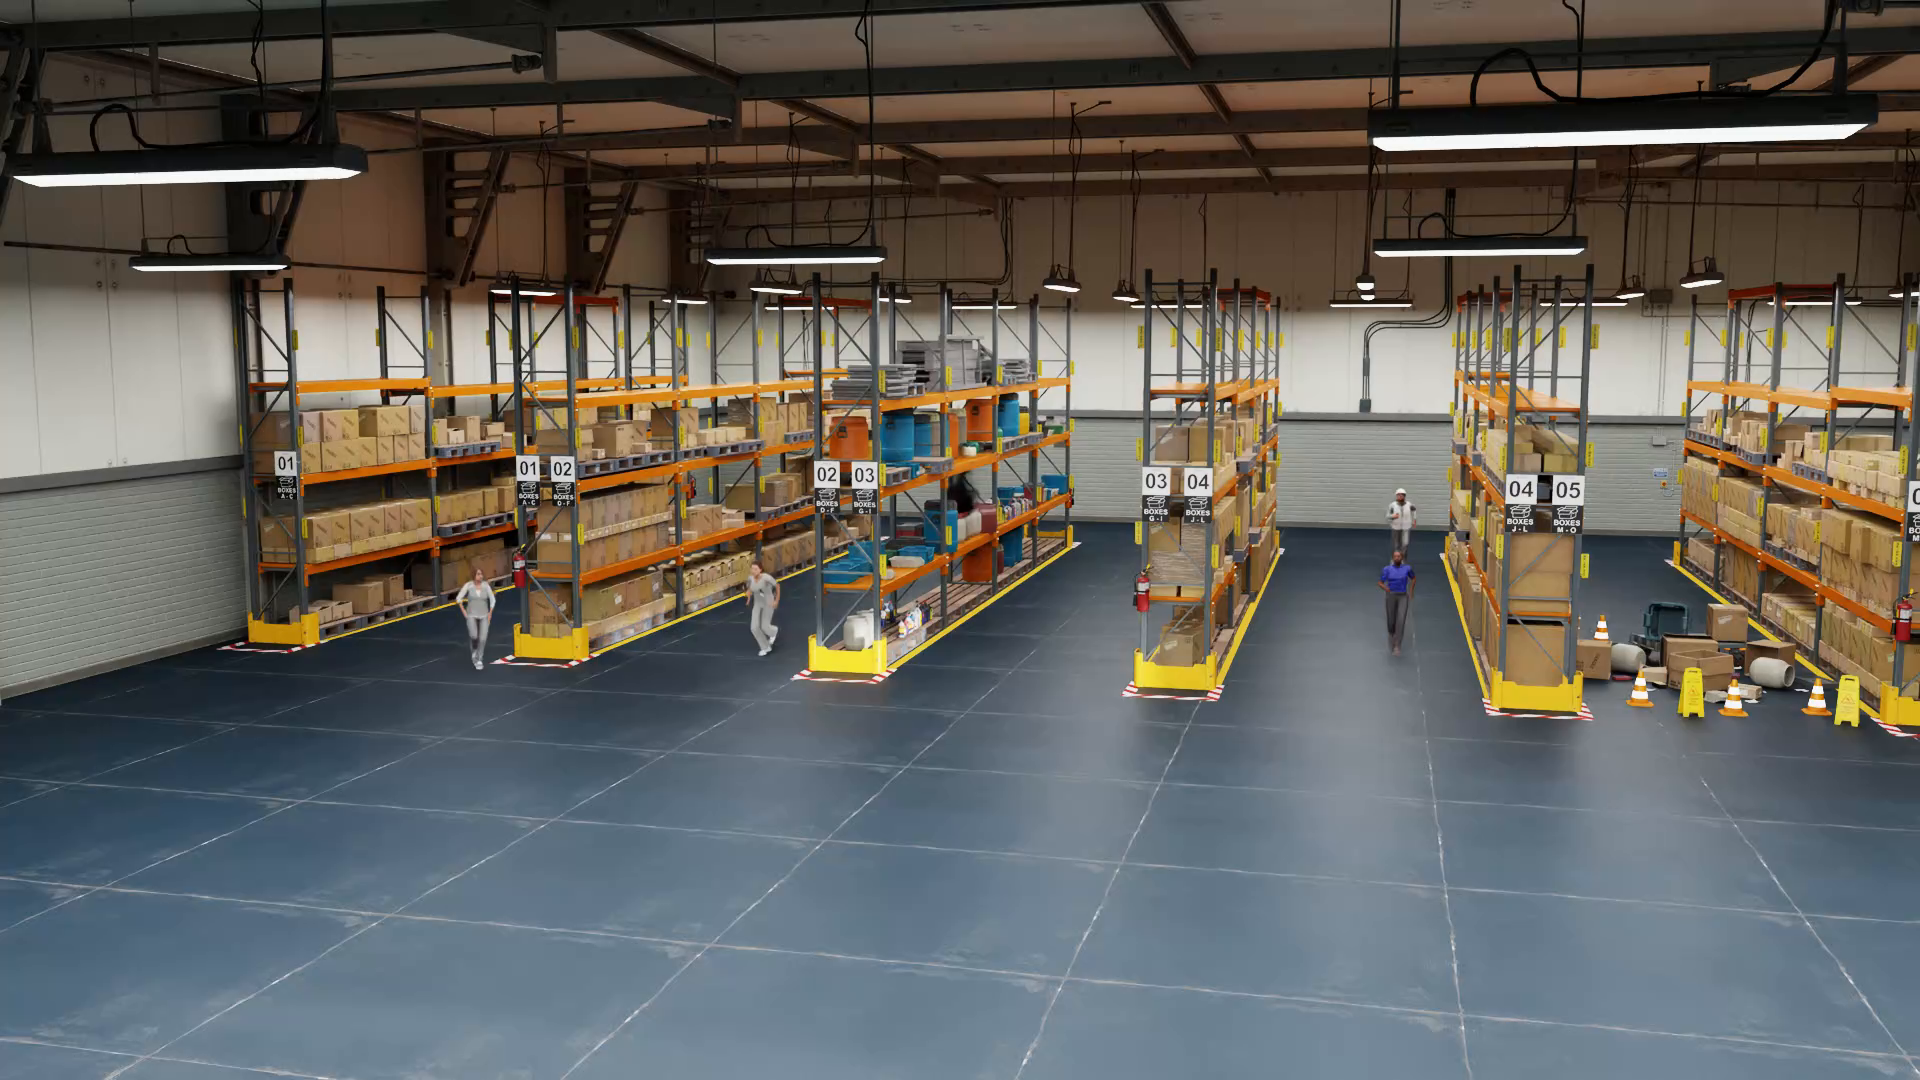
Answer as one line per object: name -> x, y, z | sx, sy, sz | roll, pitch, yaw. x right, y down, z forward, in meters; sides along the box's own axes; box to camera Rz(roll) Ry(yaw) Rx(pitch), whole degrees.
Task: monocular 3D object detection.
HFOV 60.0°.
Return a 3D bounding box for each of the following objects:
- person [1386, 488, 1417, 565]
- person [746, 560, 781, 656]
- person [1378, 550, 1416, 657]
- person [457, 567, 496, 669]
person -> 9.638, -0.230, 36.349 | 0.664, 1.820, 0.906 | 2, 7, 13
person -> -3.100, 1.072, 26.543 | 0.557, 1.575, 0.808 | 3, 7, 21
person -> 7.036, 0.983, 26.788 | 0.590, 1.668, 0.920 | 2, 7, 15
person -> -7.359, 1.199, 25.378 | 0.563, 1.564, 0.465 | -3, 7, -24
